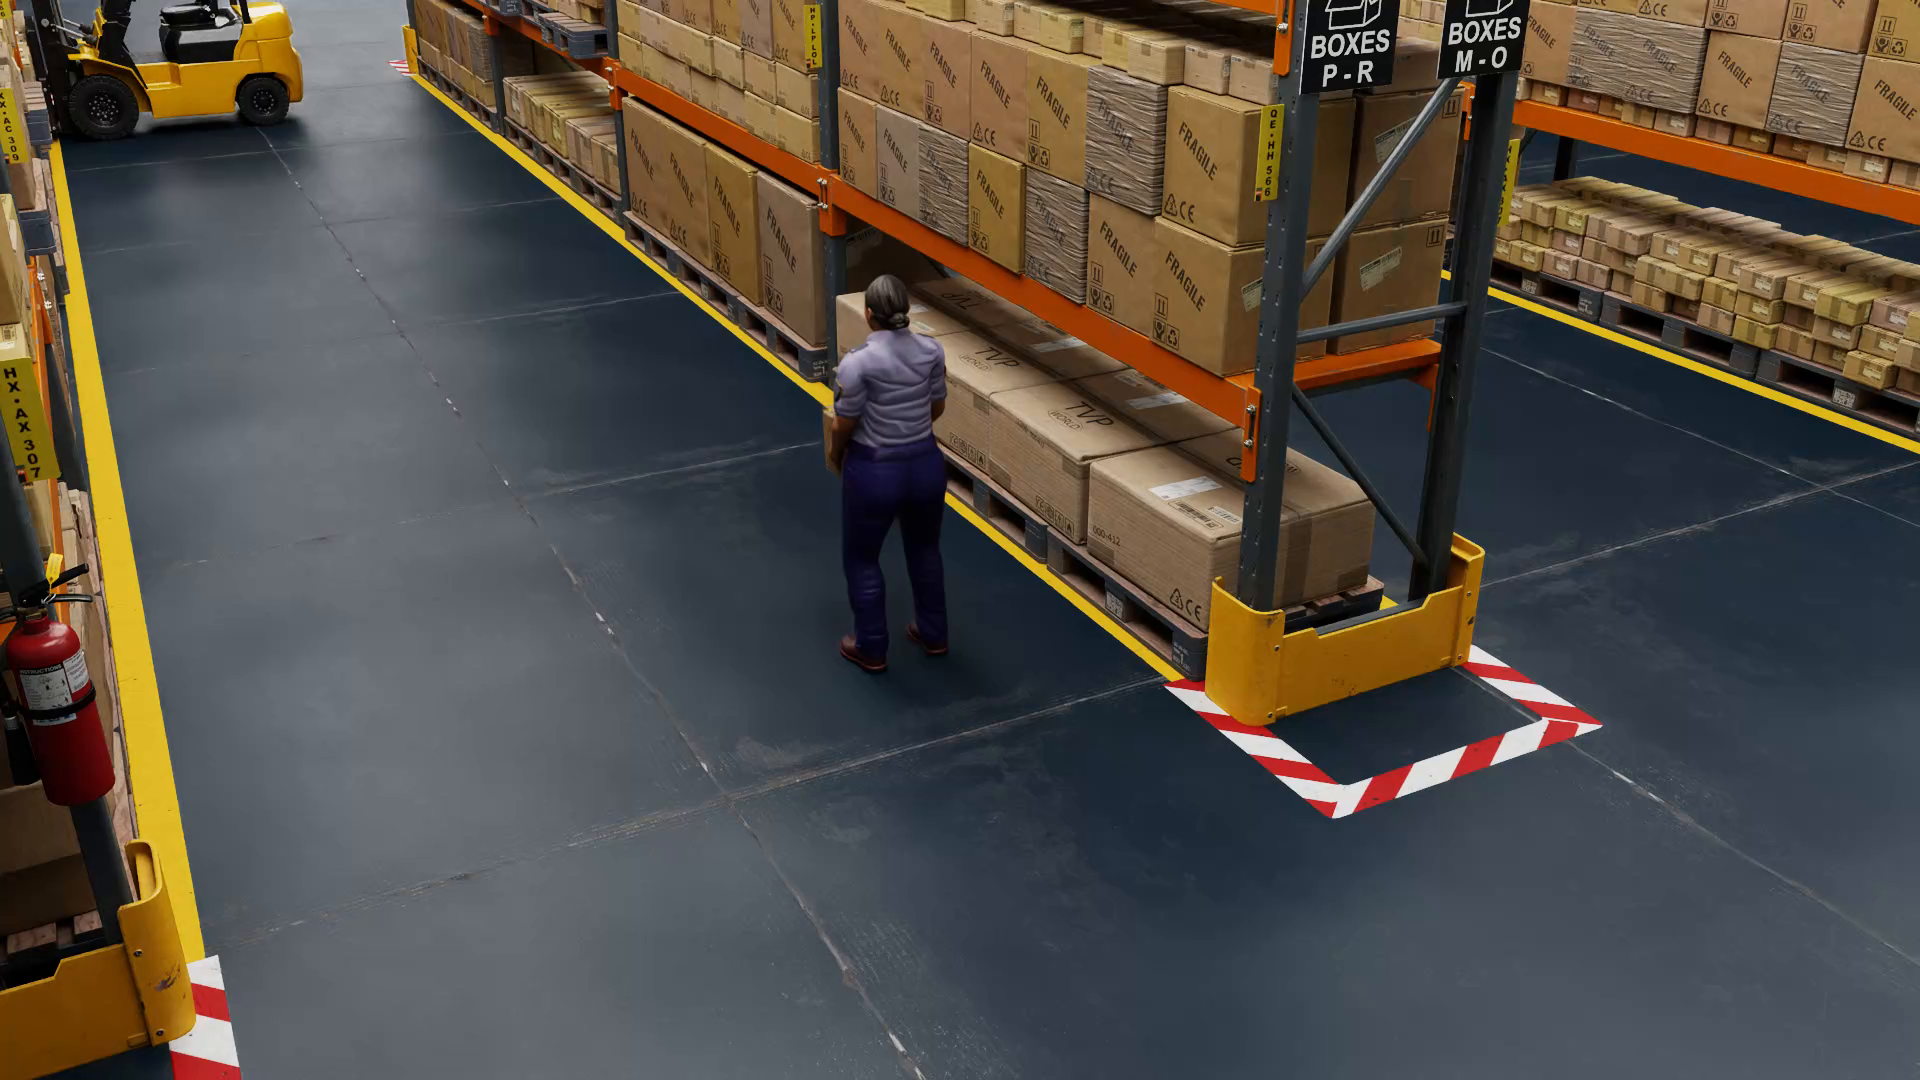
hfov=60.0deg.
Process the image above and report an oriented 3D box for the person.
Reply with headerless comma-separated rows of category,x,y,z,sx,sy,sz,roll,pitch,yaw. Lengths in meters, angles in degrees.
person,-0.298,-0.279,6.695,0.494,1.655,0.463,-13,29,-26
